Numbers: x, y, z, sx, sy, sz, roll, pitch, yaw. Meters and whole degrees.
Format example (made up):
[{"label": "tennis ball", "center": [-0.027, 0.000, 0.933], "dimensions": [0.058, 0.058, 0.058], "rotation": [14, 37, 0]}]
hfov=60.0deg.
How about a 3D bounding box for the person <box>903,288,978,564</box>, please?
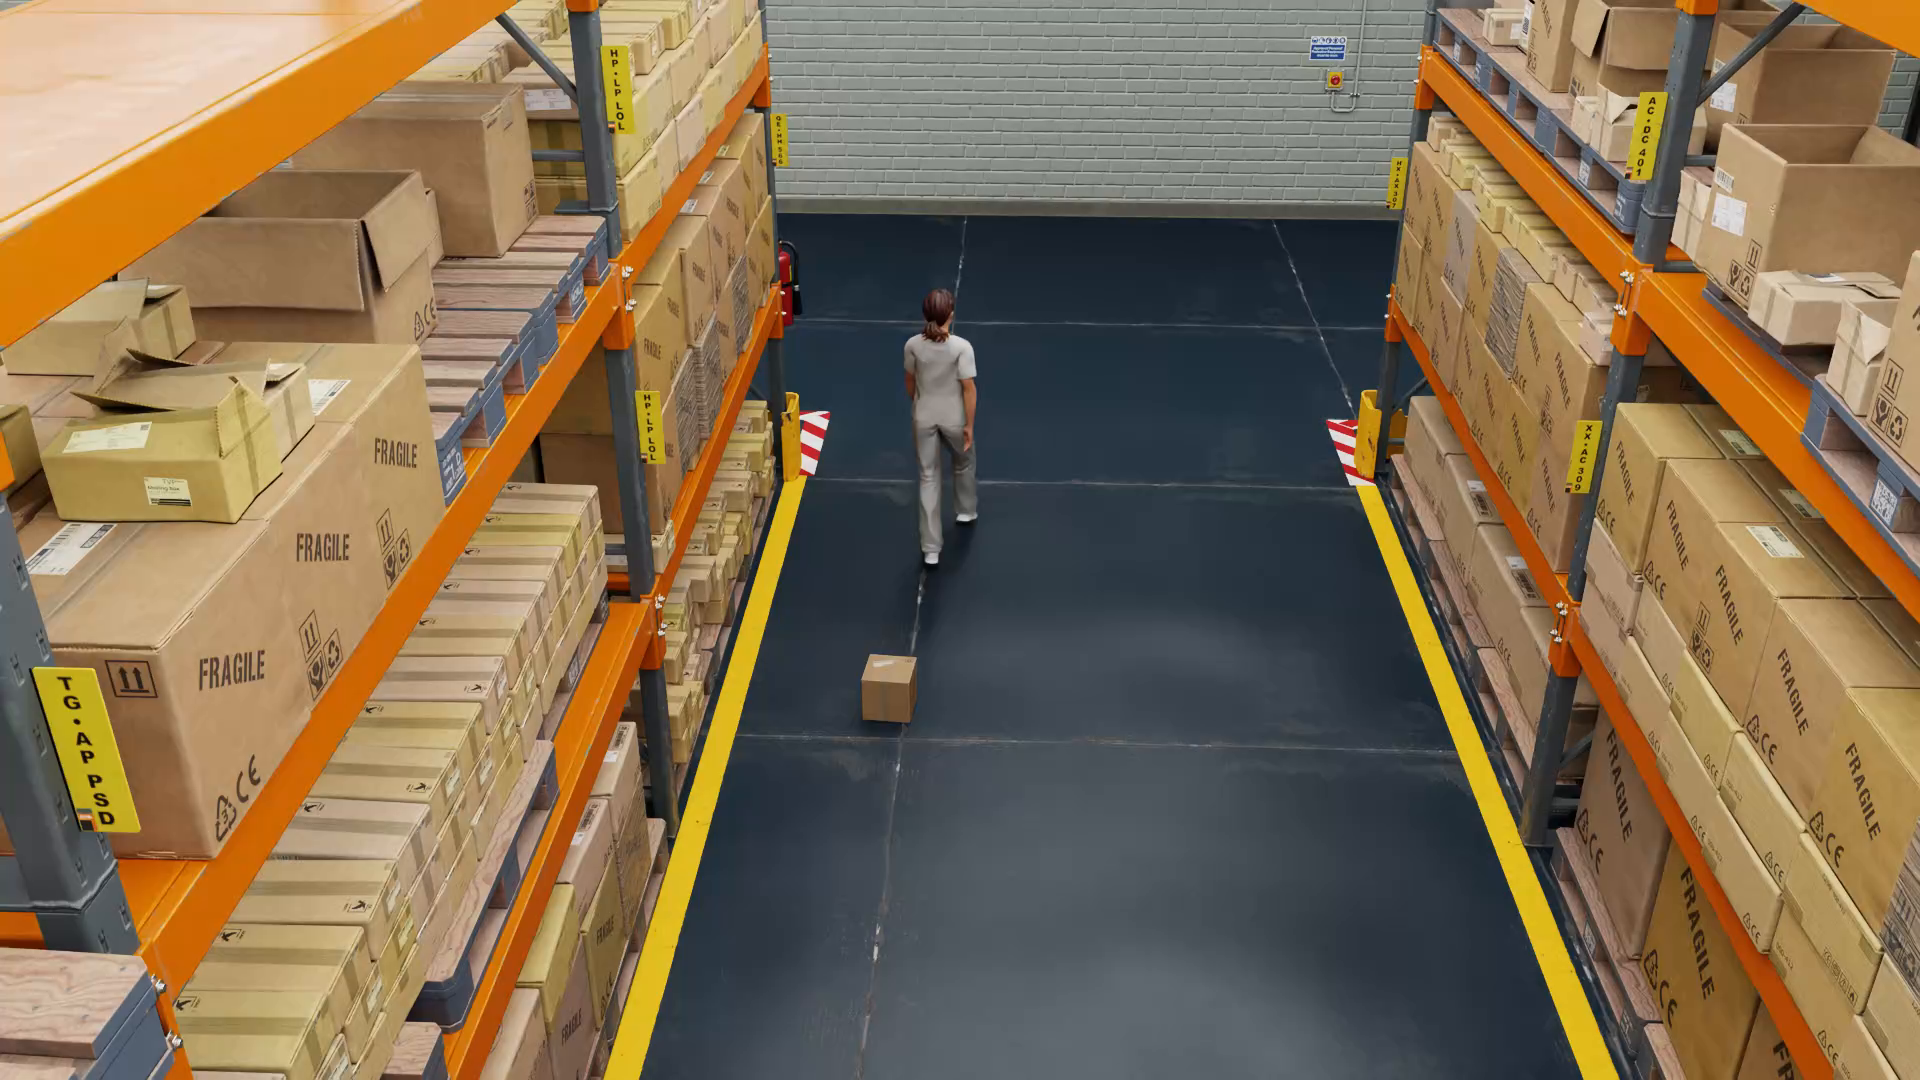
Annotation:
[{"label": "person", "center": [-0.105, -0.735, 9.999], "dimensions": [0.457, 1.672, 0.848], "rotation": [4, 28, 8]}]
